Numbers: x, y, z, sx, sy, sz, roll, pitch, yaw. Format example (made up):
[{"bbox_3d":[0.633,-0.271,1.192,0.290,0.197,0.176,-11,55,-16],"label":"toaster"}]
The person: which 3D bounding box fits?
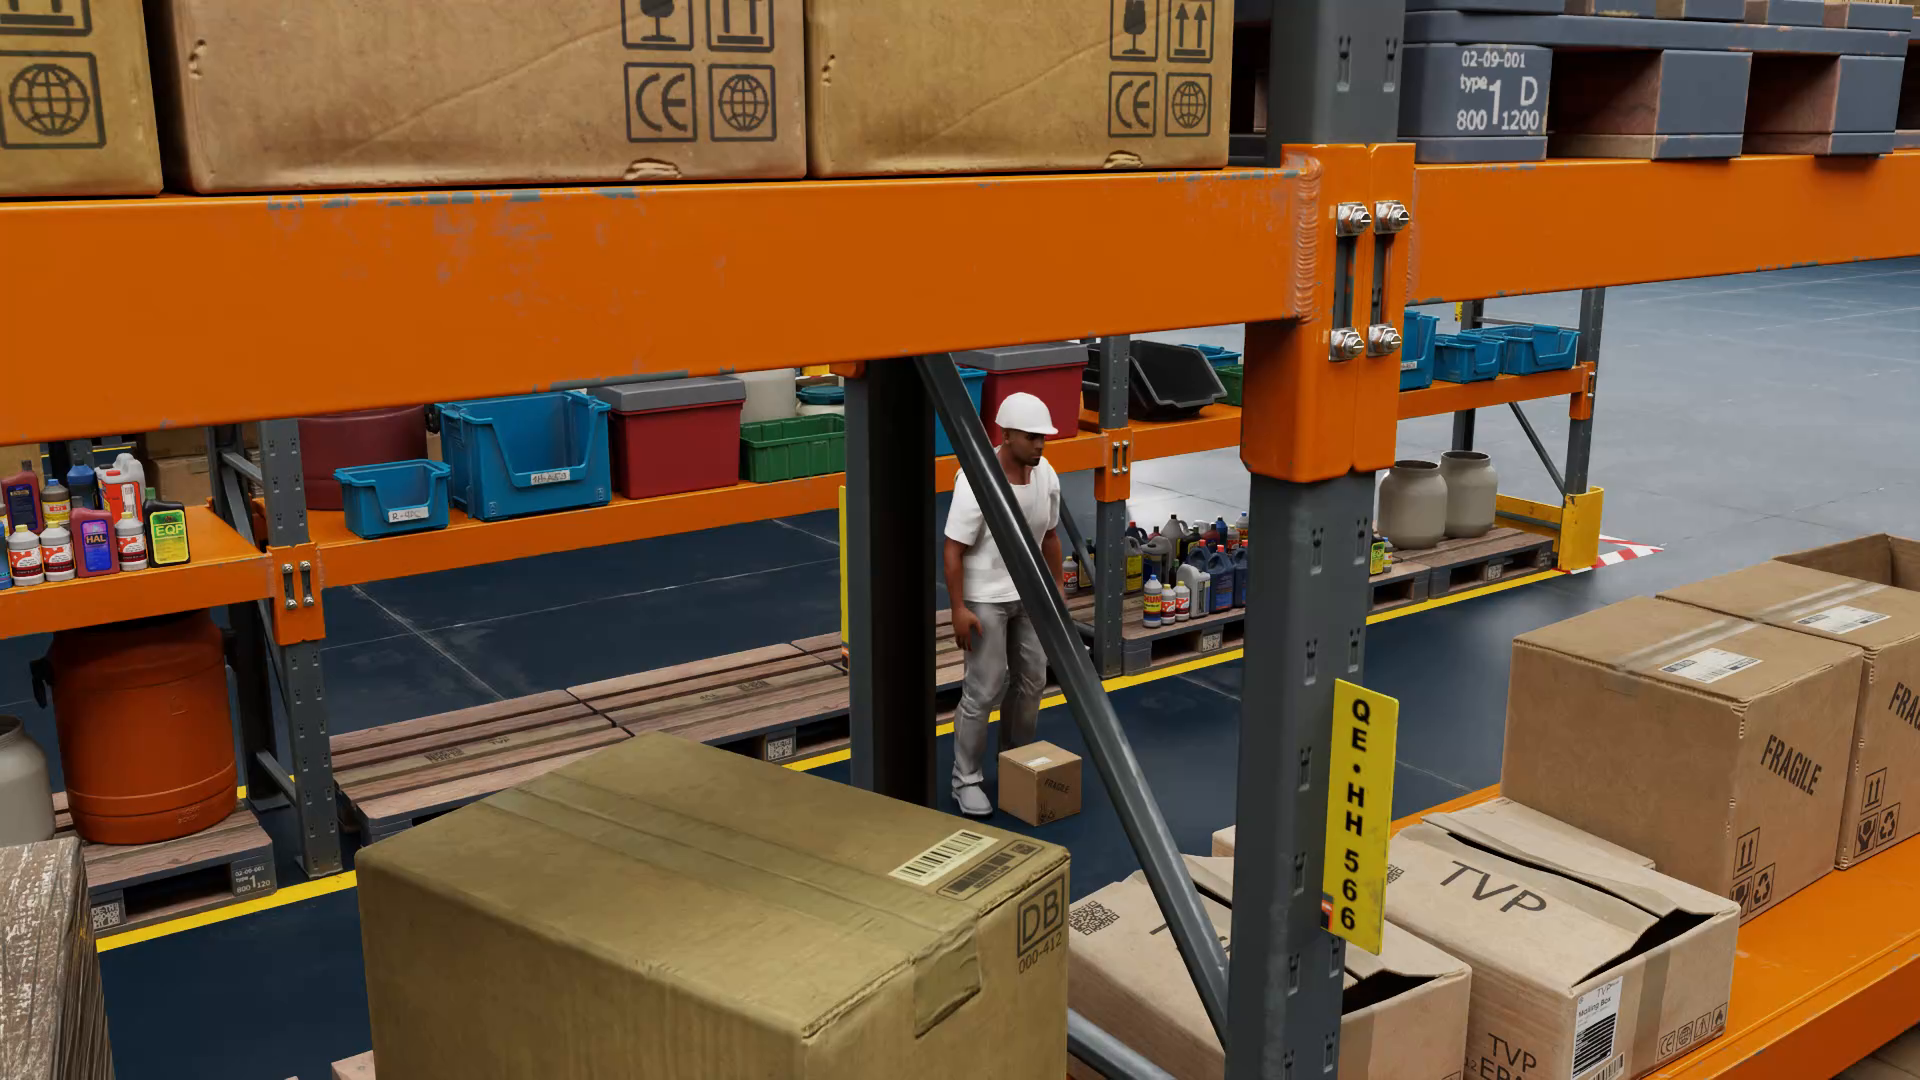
[{"bbox_3d":[0.204,0.249,7.001,0.635,1.760,0.455,-11,18,-38],"label":"person"}]
